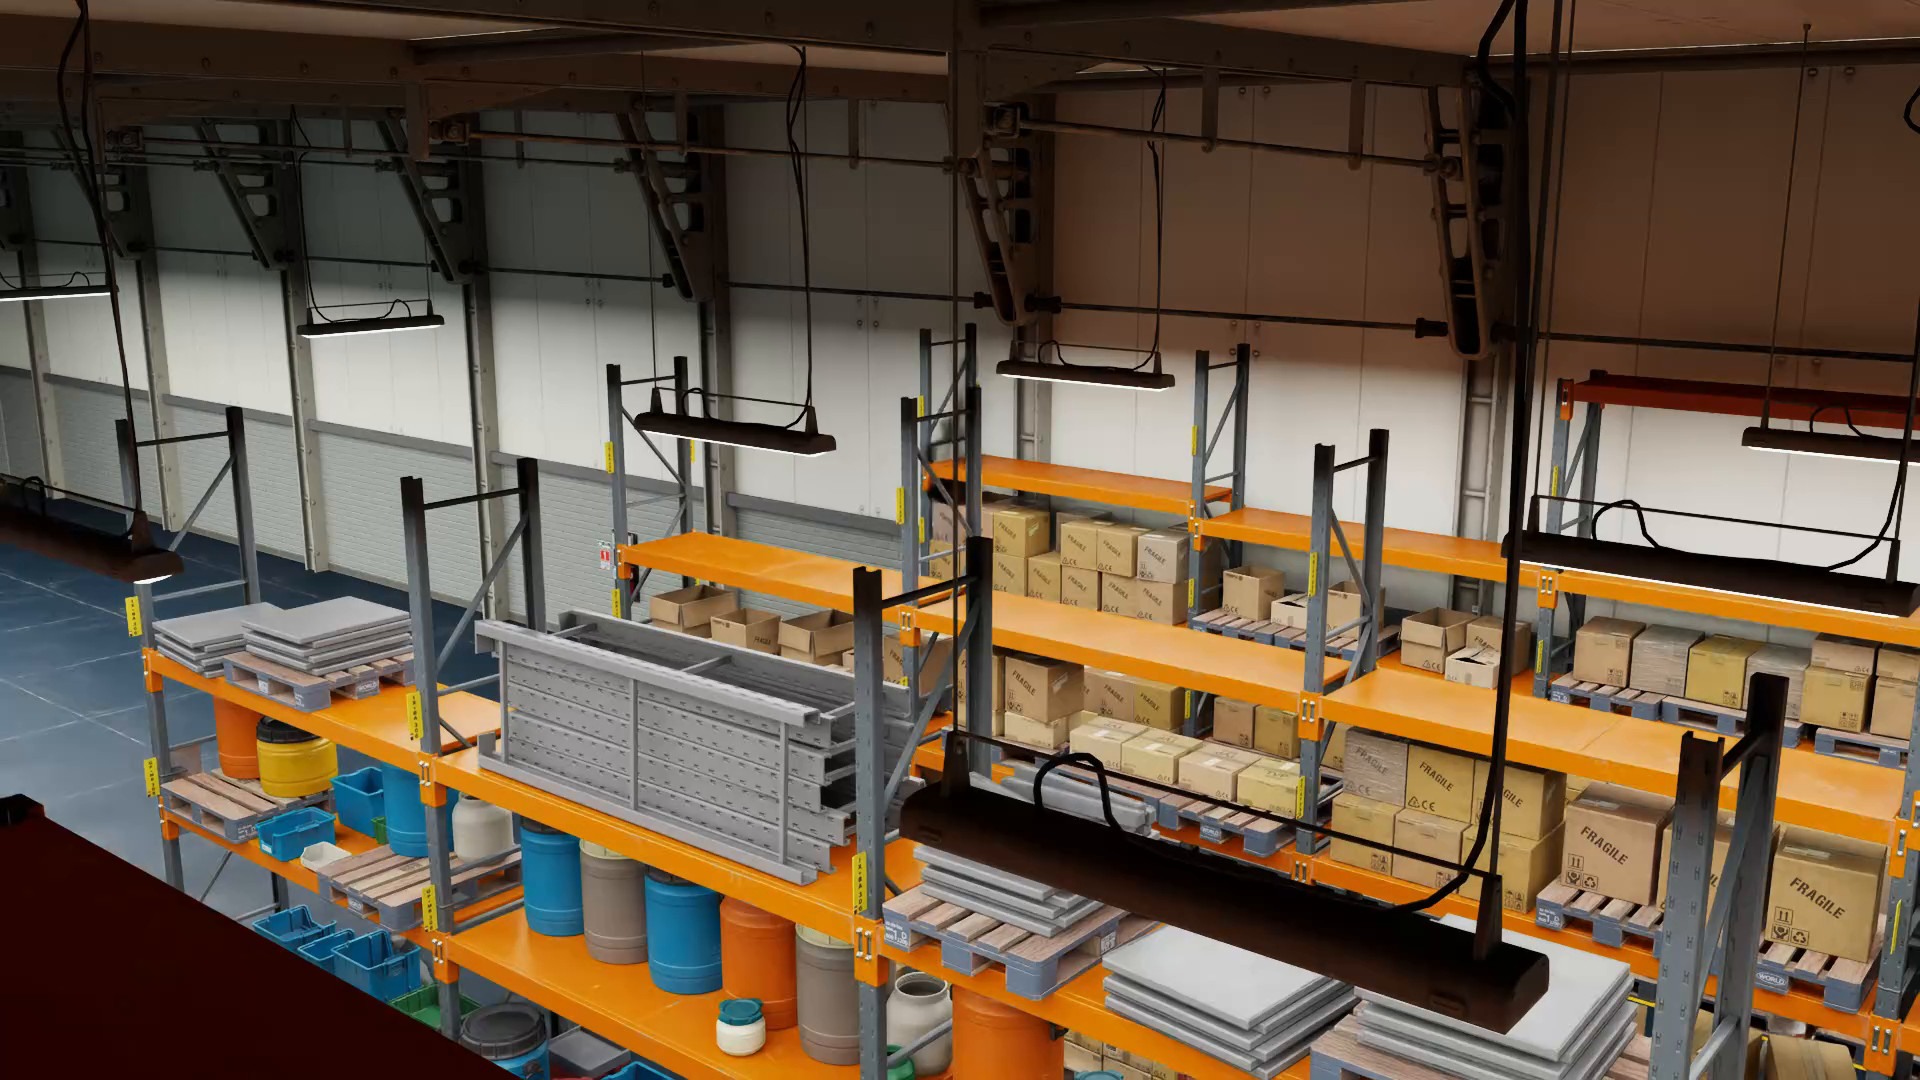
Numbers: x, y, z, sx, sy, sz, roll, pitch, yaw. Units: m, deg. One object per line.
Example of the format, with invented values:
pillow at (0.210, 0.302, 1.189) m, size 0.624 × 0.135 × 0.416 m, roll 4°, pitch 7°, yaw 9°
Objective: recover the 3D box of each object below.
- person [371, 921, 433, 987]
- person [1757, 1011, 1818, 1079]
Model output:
person at (-5.427, 3.746, 15.928) m, size 0.590 × 1.642 × 0.636 m, roll 5°, pitch 14°, yaw 21°
person at (6.901, 4.199, 13.758) m, size 0.953 × 1.766 × 0.690 m, roll 8°, pitch 15°, yaw 33°
